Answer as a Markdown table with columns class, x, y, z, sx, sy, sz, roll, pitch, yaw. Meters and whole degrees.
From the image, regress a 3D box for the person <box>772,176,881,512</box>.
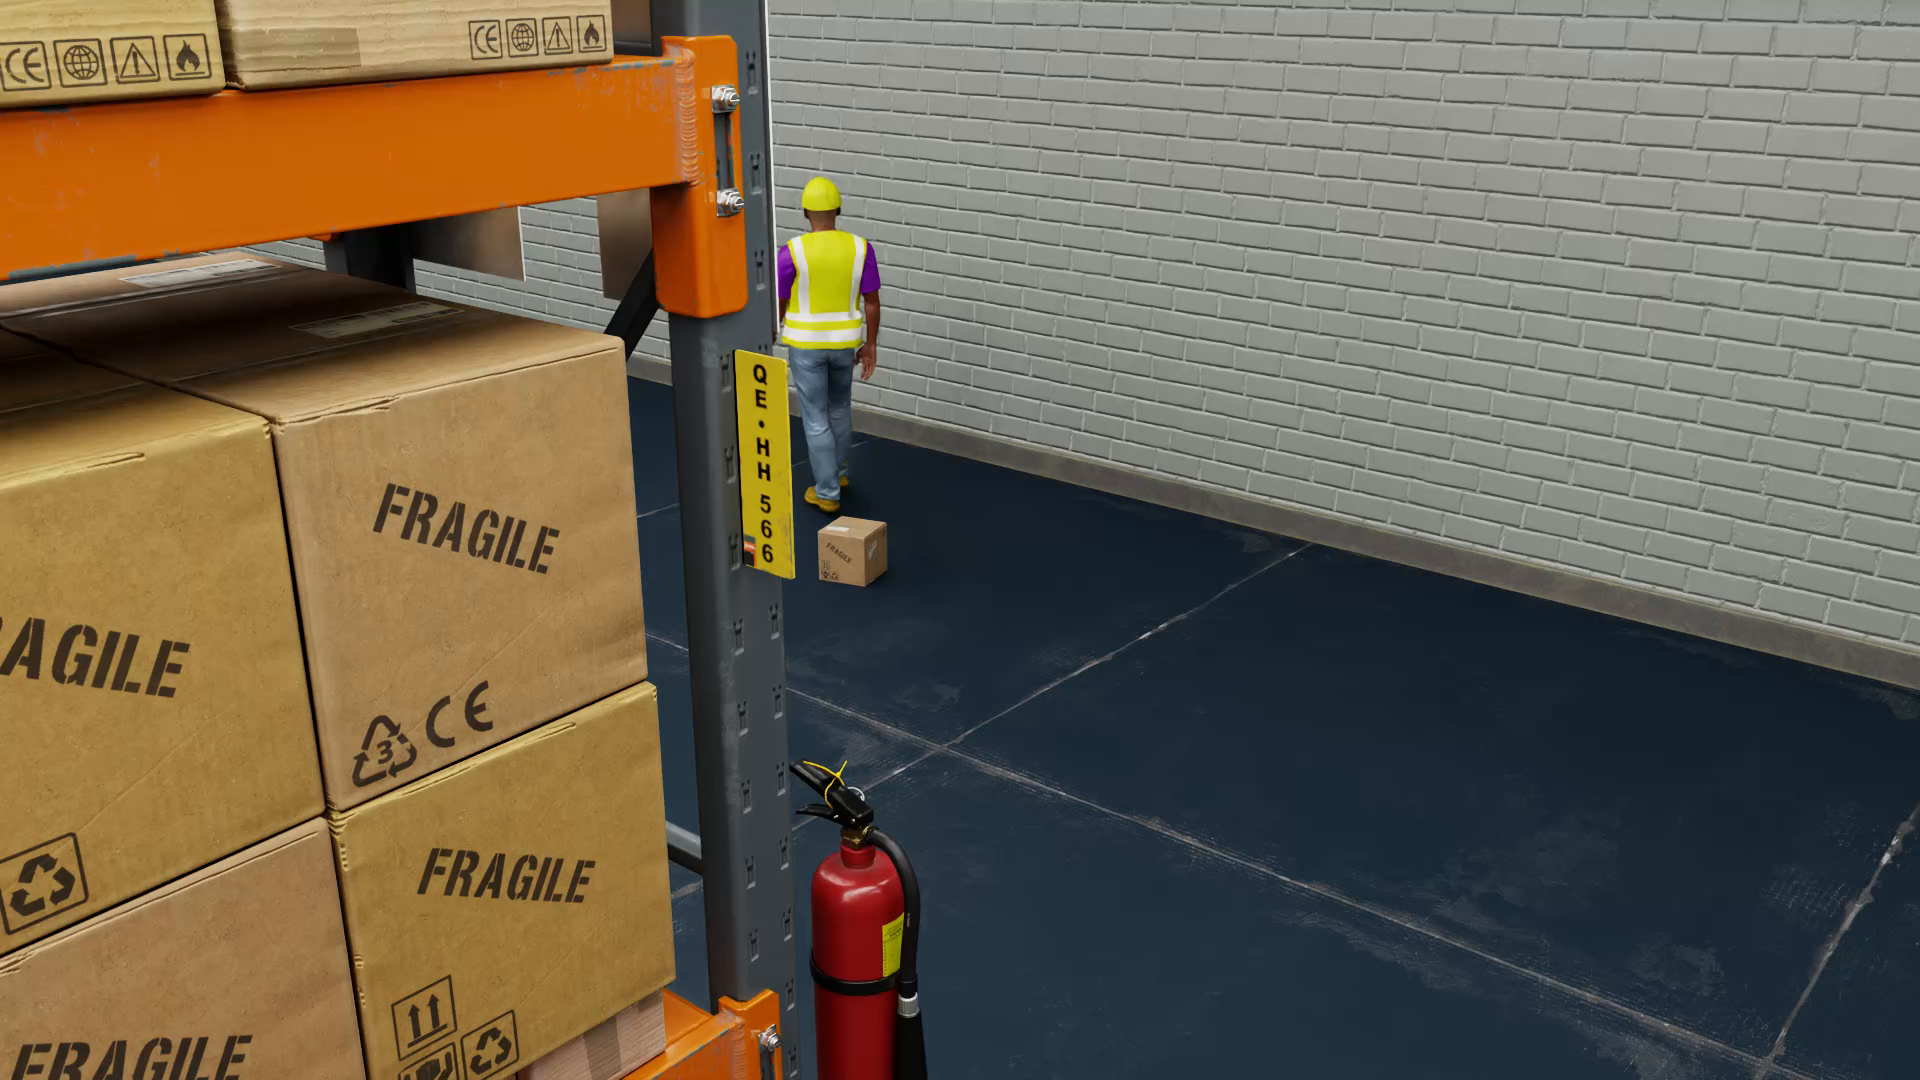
| class | x | y | z | sx | sy | sz | roll | pitch | yaw |
| --- | --- | --- | --- | --- | --- | --- | --- | --- | --- |
| person | -0.761 | -1.031 | 8.901 | 0.573 | 1.828 | 0.627 | -9 | 22 | -23 |
